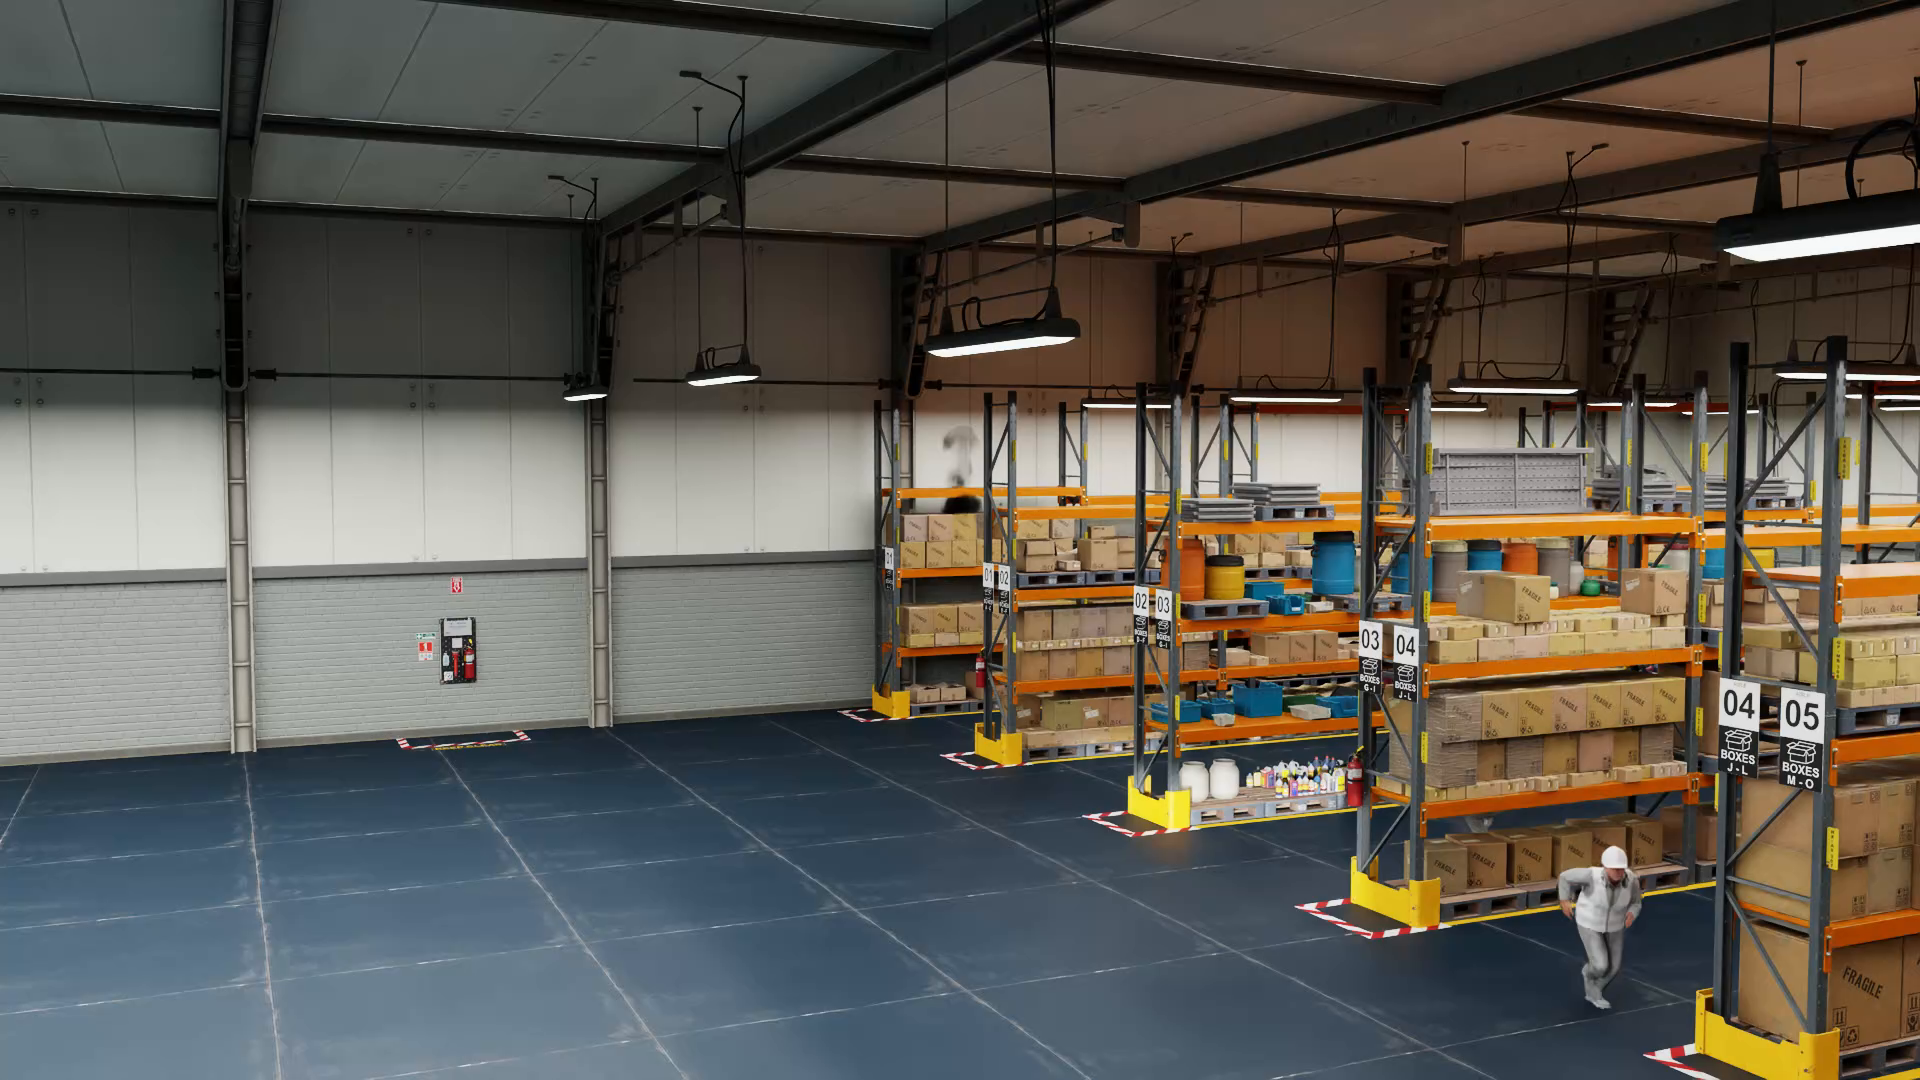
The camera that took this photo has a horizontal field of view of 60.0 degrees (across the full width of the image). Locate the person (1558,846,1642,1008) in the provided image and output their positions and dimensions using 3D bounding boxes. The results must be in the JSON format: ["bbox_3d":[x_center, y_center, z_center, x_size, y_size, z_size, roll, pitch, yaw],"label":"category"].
[{"bbox_3d":[5.760,3.494,14.973,0.684,1.598,0.853,0,3,4],"label":"person"}]

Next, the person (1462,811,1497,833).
[{"bbox_3d":[6.709,3.180,21.602,0.806,1.481,0.578,-2,4,-32],"label":"person"}]
